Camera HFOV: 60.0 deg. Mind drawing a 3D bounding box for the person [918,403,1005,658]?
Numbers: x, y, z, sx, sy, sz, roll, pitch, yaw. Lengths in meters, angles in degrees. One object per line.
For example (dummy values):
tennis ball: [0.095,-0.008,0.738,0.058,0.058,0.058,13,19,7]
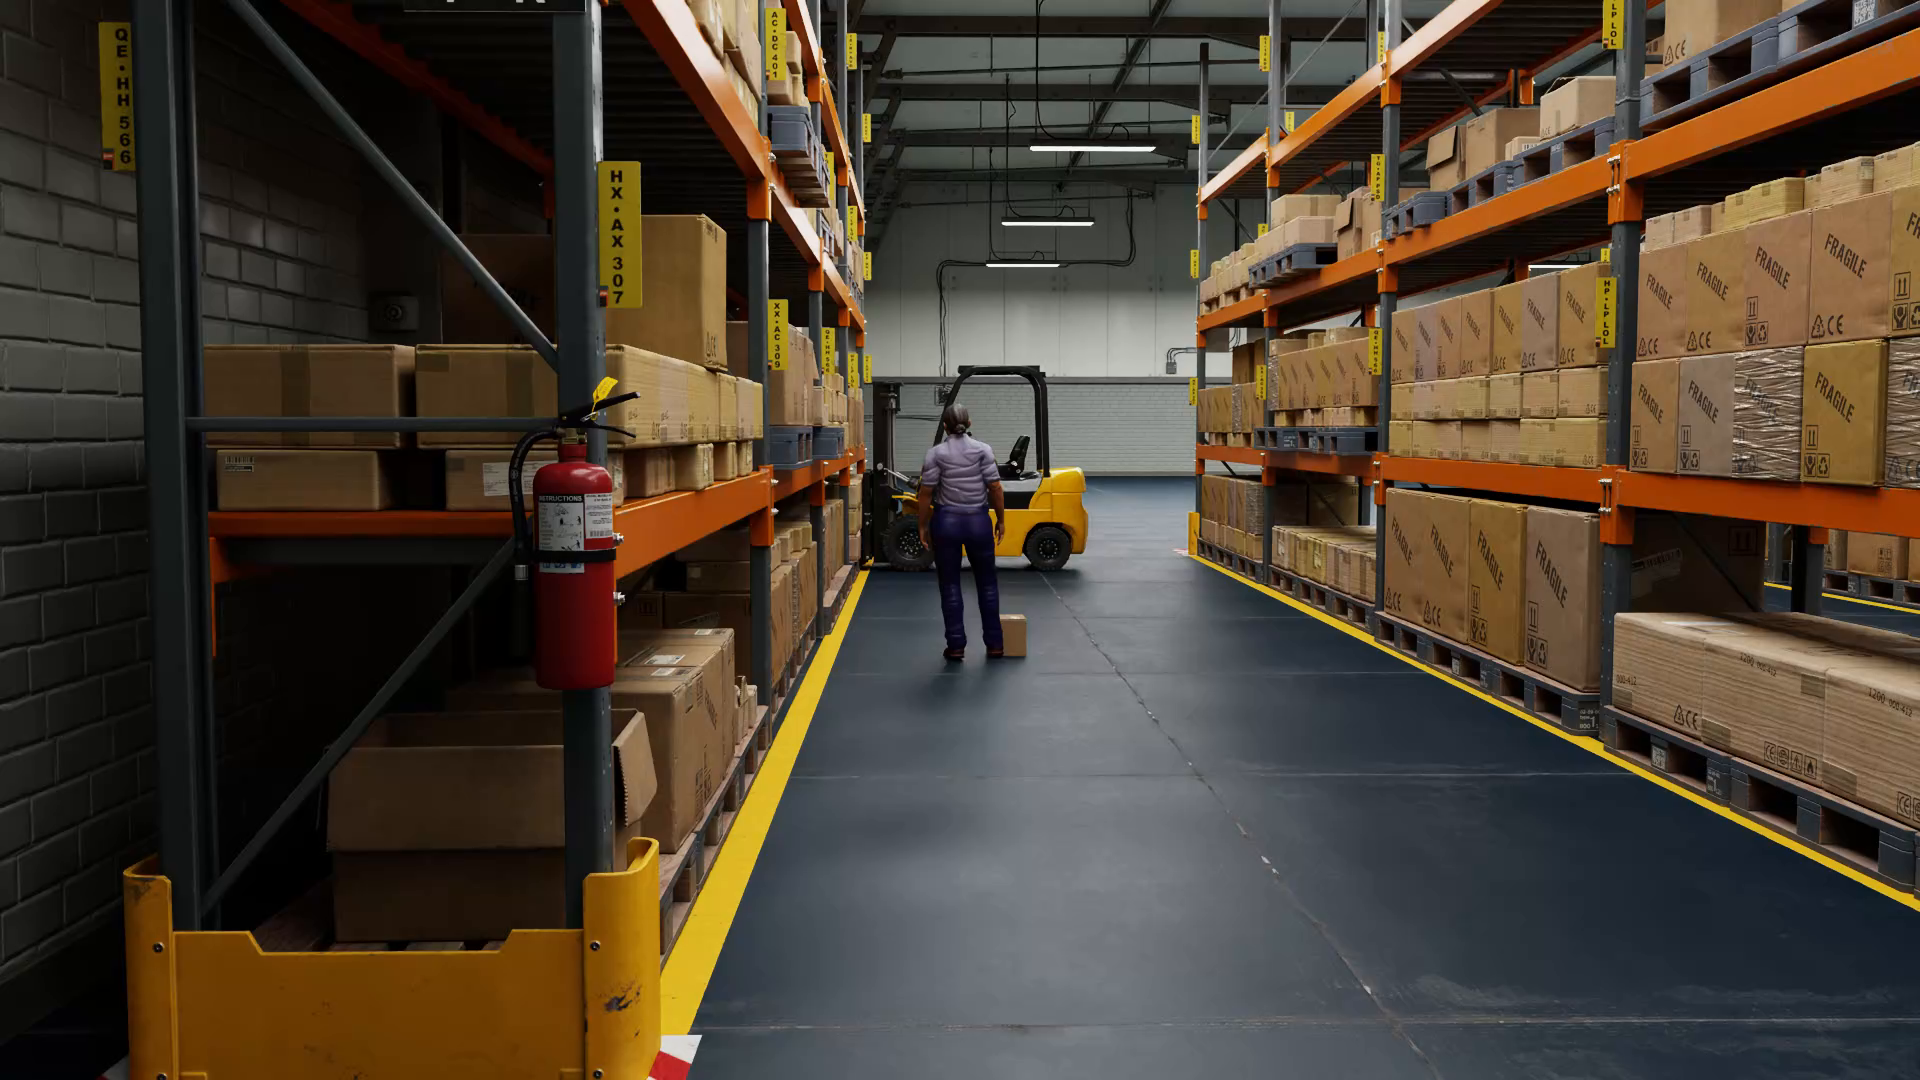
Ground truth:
person: [0.025,-0.058,10.820,0.599,1.651,0.504,0,4,-1]
